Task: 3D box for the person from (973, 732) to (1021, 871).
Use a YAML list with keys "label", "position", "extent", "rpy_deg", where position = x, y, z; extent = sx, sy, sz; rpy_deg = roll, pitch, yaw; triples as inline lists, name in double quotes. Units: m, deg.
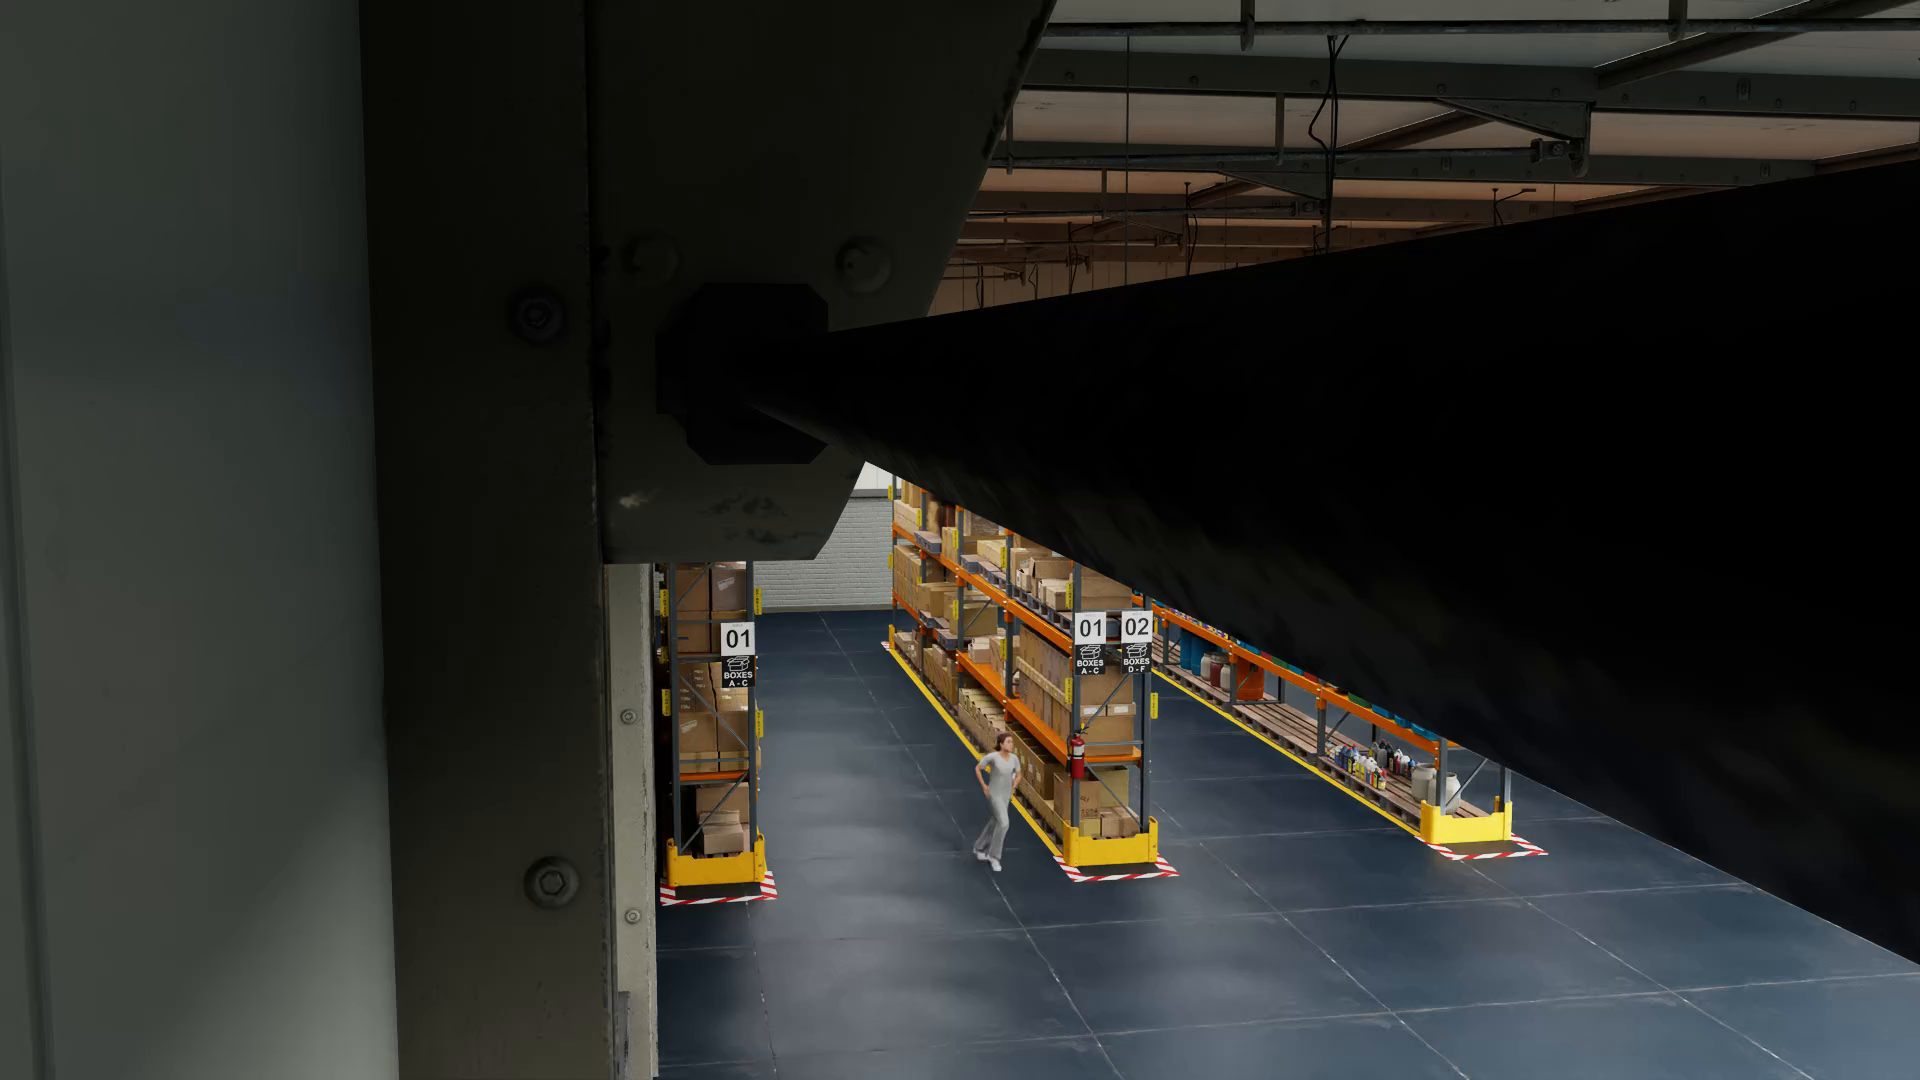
- label: "person"
  position: [0.499, 3.261, 20.946]
  extent: [0.548, 1.703, 0.671]
  rpy_deg: [-5, 8, -40]
